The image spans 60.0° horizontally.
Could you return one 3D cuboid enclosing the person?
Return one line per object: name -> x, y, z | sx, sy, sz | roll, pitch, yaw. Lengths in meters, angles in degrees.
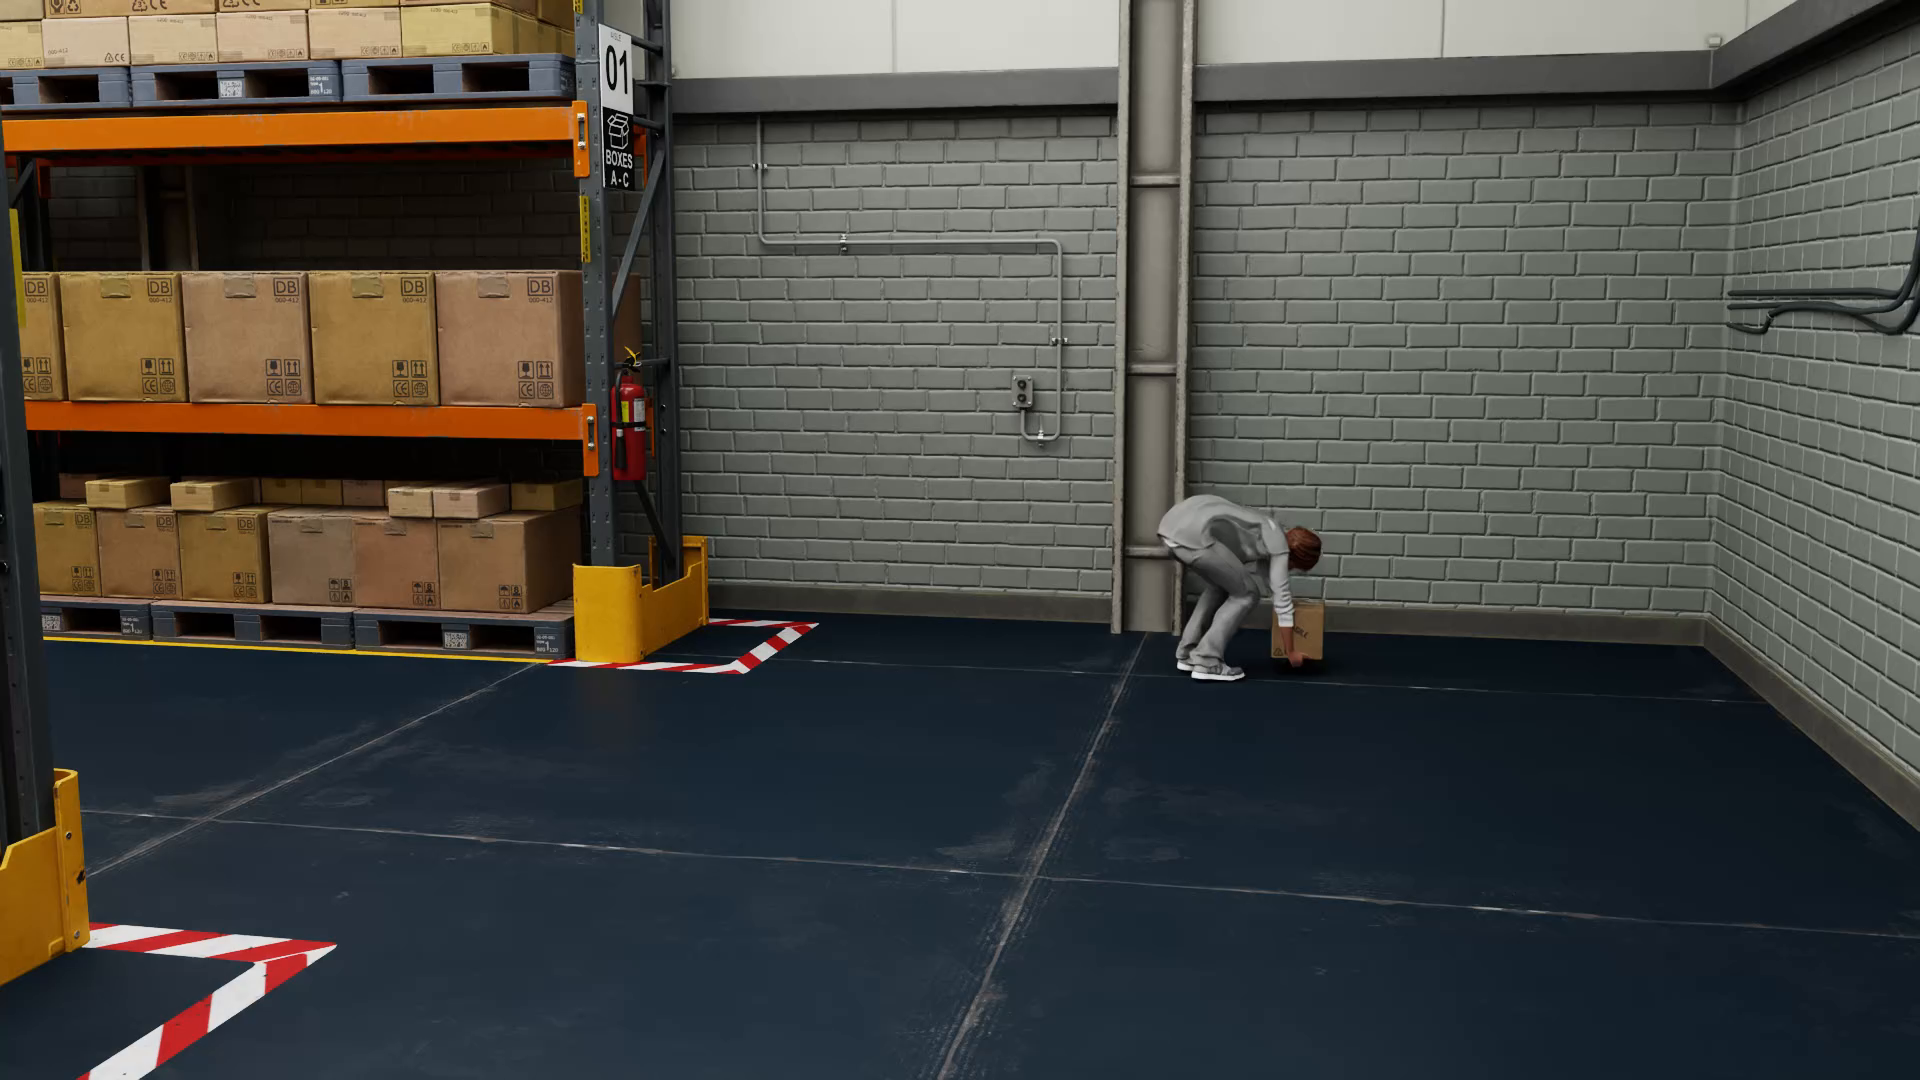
person -> 1.395, 0.223, 8.250 | 0.870, 0.902, 0.421 | -3, 9, -17
